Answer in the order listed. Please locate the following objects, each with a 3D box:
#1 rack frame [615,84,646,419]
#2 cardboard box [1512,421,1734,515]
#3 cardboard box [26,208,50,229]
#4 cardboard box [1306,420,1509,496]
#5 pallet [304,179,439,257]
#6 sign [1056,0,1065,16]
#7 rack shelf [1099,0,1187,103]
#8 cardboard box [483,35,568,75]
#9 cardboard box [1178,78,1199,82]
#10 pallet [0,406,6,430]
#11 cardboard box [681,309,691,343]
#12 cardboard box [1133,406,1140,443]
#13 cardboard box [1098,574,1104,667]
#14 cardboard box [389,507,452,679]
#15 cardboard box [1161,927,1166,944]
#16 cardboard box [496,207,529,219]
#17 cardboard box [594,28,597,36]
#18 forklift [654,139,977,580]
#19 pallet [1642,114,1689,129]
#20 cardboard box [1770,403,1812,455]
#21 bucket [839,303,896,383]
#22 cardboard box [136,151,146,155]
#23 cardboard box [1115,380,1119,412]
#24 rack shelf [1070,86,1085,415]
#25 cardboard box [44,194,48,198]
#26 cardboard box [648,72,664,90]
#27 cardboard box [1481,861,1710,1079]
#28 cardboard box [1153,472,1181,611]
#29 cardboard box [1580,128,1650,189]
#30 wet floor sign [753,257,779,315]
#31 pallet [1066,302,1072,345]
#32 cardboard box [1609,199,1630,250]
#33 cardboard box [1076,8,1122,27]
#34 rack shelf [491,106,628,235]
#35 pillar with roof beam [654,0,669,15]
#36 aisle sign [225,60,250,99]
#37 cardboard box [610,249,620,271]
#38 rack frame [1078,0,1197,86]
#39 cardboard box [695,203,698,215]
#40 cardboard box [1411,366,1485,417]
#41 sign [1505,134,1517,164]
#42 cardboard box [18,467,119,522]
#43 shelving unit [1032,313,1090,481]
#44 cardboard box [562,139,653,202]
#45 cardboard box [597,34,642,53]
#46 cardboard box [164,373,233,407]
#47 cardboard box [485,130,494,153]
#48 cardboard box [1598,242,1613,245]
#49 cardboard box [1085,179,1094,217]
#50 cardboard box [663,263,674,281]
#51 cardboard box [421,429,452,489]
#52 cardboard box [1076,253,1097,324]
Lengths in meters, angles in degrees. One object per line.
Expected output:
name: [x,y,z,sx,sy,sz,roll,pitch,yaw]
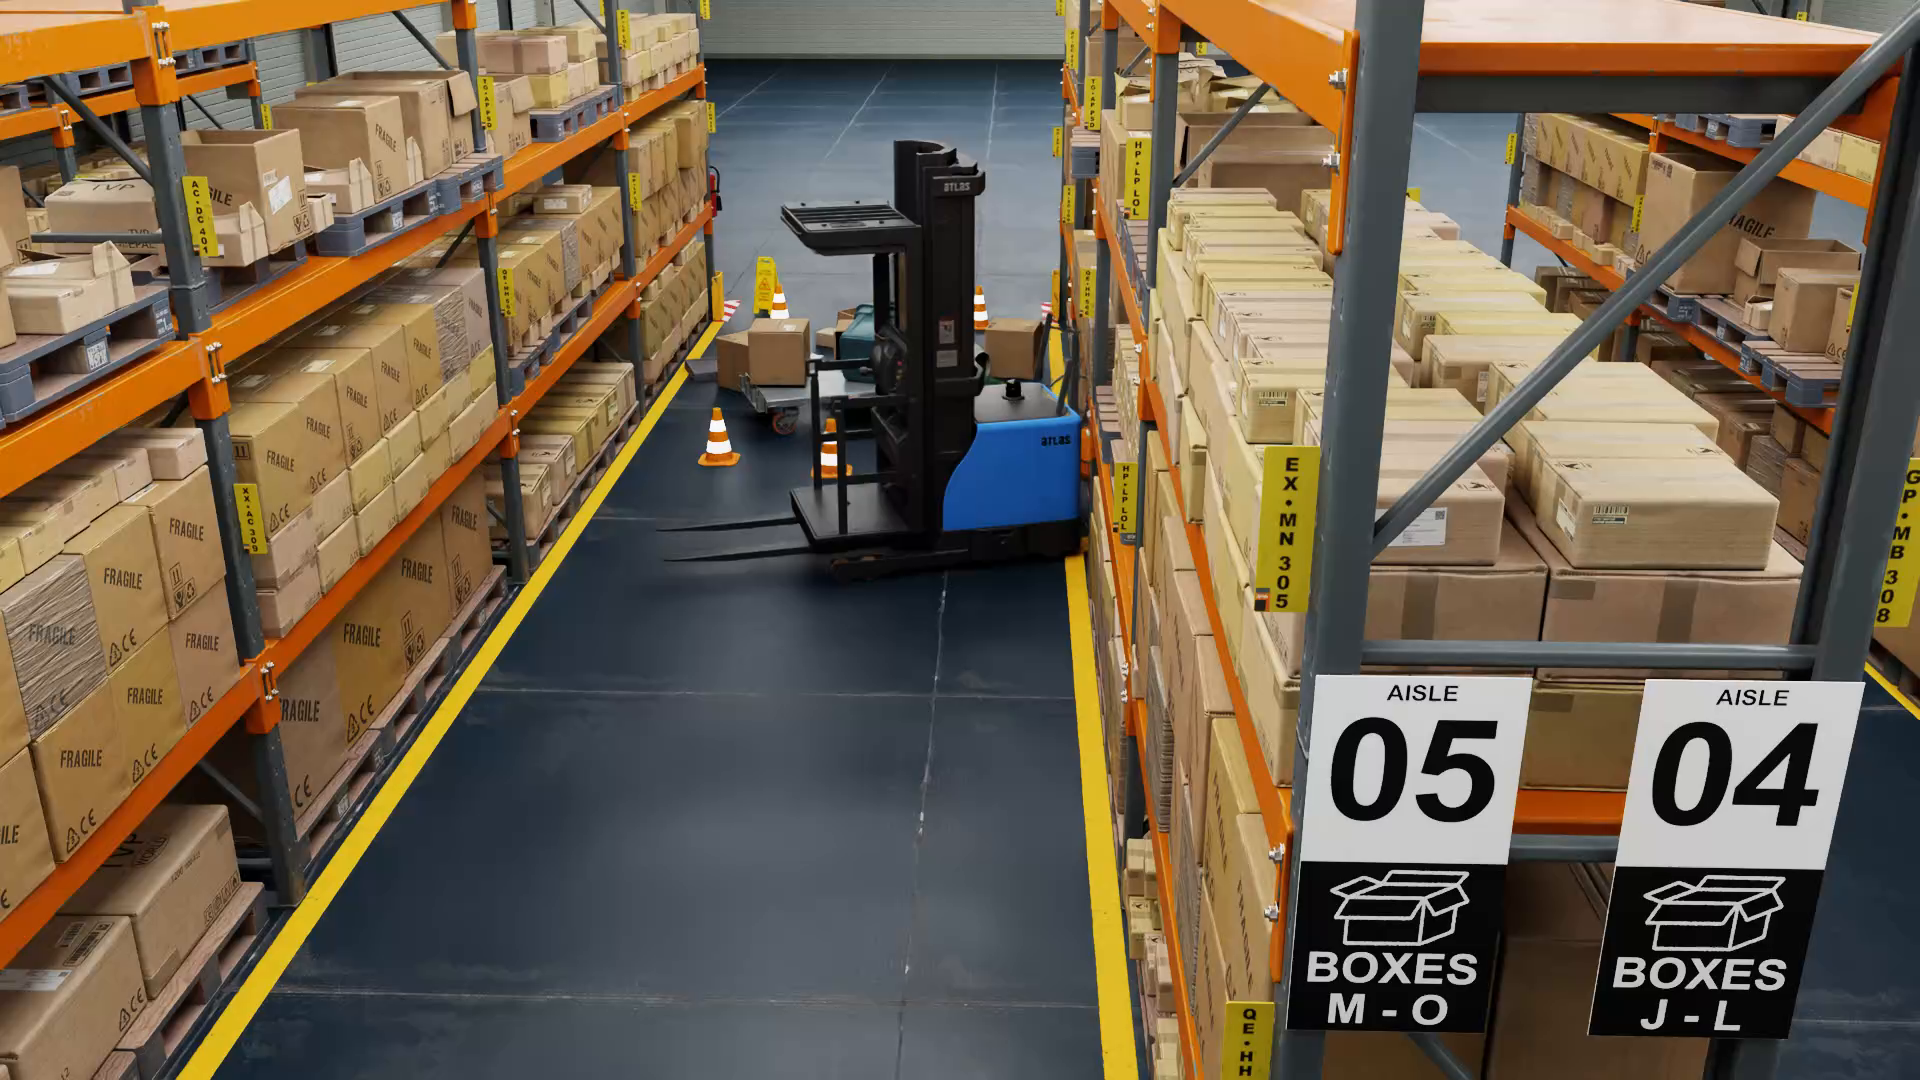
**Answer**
rack frame: [-3.432,-2.549,14.953,1.000,3.000,0.127,1,21,2]
cardboard box: [1.417,-0.147,3.579,0.380,0.149,0.250,1,21,4]
cardboard box: [-8.548,-1.049,11.557,0.655,1.239,7.297,1,21,3]
cardboard box: [0.955,-0.152,3.592,0.380,0.149,0.250,1,21,2]
pallet: [-3.551,-1.776,9.073,1.003,0.211,1.213,2,21,4]
sign: [1.086,-5.829,17.940,0.100,0.325,0.005,1,21,2]
rack shelf: [1.337,-2.637,8.433,1.077,0.370,4.000,1,21,2]
cardboard box: [-3.331,-3.727,12.776,0.500,0.250,0.500,1,21,3]
cardboard box: [1.655,-3.097,11.705,0.500,0.250,0.500,1,21,3]
pallet: [-3.750,-0.278,5.075,1.003,0.211,1.213,1,21,2]
cardboard box: [-3.100,-2.238,17.370,0.500,0.250,0.500,0,21,0]
cardboard box: [1.133,-0.614,8.908,0.380,0.149,0.250,0,21,-1]
cardboard box: [1.098,0.505,9.956,0.500,0.500,0.500,0,21,0]
cardboard box: [-3.689,0.263,10.061,0.875,0.875,0.875,1,21,2]
cardboard box: [1.056,1.664,7.043,0.380,0.149,0.250,1,21,1]
cardboard box: [-3.776,-2.404,13.449,0.500,0.500,0.500,1,21,1]
cardboard box: [-3.668,-4.789,15.824,0.380,0.149,0.250,1,21,2]
forklift: [-0.882,-1.538,12.441,3.031,2.935,2.615,-5,22,-14]
pallet: [6.349,-3.529,13.591,1.213,0.211,1.003,1,21,2]
cardboard box: [6.349,-0.818,12.301,0.500,0.250,0.500,3,21,8]
bucket: [-0.781,-1.789,15.416,0.726,0.611,0.620,8,33,20]
cardboard box: [-8.113,-3.850,16.859,0.380,0.149,0.250,1,21,2]
cardboard box: [1.174,-0.907,10.487,0.380,0.149,0.250,2,21,4]
rack shelf: [8.907,-1.719,12.812,15.905,3.000,4.168,1,21,2]
cardboard box: [-8.667,-3.162,15.496,0.380,0.149,0.250,0,21,0]
cardboard box: [-3.050,-4.406,15.938,0.380,0.149,0.250,0,21,1]
cardboard box: [1.433,0.996,3.882,0.500,0.500,0.500,1,21,1]
cardboard box: [1.018,0.058,6.302,0.500,0.500,0.500,0,21,0]
cardboard box: [6.242,-3.619,15.778,0.500,0.500,0.500,1,21,2]
wet floor sign: [-2.235,-2.955,19.253,0.267,0.644,0.232,8,23,20]
pallet: [1.695,-2.388,18.391,1.003,0.211,1.213,1,21,2]
cardboard box: [6.600,-2.968,15.482,0.875,0.500,0.500,1,21,2]
cardboard box: [1.212,-4.563,14.521,0.380,0.149,0.250,0,21,1]
rack shelf: [-3.492,-2.889,12.677,1.077,0.370,4.000,1,21,2]
pillar with roof beam: [-3.978,-17.404,44.942,9.100,9.000,0.400,1,21,2]
aisle sign: [-7.976,-5.281,18.400,0.394,0.787,0.004,1,21,2]
cardboard box: [-3.171,-2.439,14.435,0.380,0.149,0.250,1,21,2]
rack frame: [1.519,-5.328,13.821,1.000,3.000,0.127,1,21,2]
cardboard box: [-3.034,-3.556,17.894,0.380,0.149,0.250,0,21,1]
cardboard box: [1.469,-0.281,4.477,0.500,0.250,0.500,1,21,2]
sign: [13.480,-4.214,18.047,14.960,0.325,0.005,1,21,2]
cardboard box: [-3.500,-0.173,6.411,0.380,0.149,0.250,1,21,2]
shelving unit: [0.813,-0.806,12.517,0.500,1.500,0.985,7,25,-9]
cardboard box: [-3.202,-3.358,15.104,0.700,0.500,0.500,0,21,1]
cardboard box: [-3.100,-4.502,15.085,0.380,0.149,0.250,0,21,0]
cardboard box: [-3.904,-0.521,8.205,0.500,0.500,0.500,1,21,3]
cardboard box: [-3.366,-2.643,11.234,0.396,0.266,0.258,1,21,2]
cardboard box: [6.307,-2.765,15.855,0.380,0.149,0.250,1,21,2]
cardboard box: [1.565,-3.238,15.027,0.875,0.550,0.550,1,21,2]
cardboard box: [-3.061,-2.653,16.508,0.380,0.149,0.250,2,21,5]
cardboard box: [-3.340,-0.481,9.829,0.500,0.250,0.500,0,21,1]
cardboard box: [1.202,-2.028,13.470,0.500,0.500,0.500,1,21,1]
